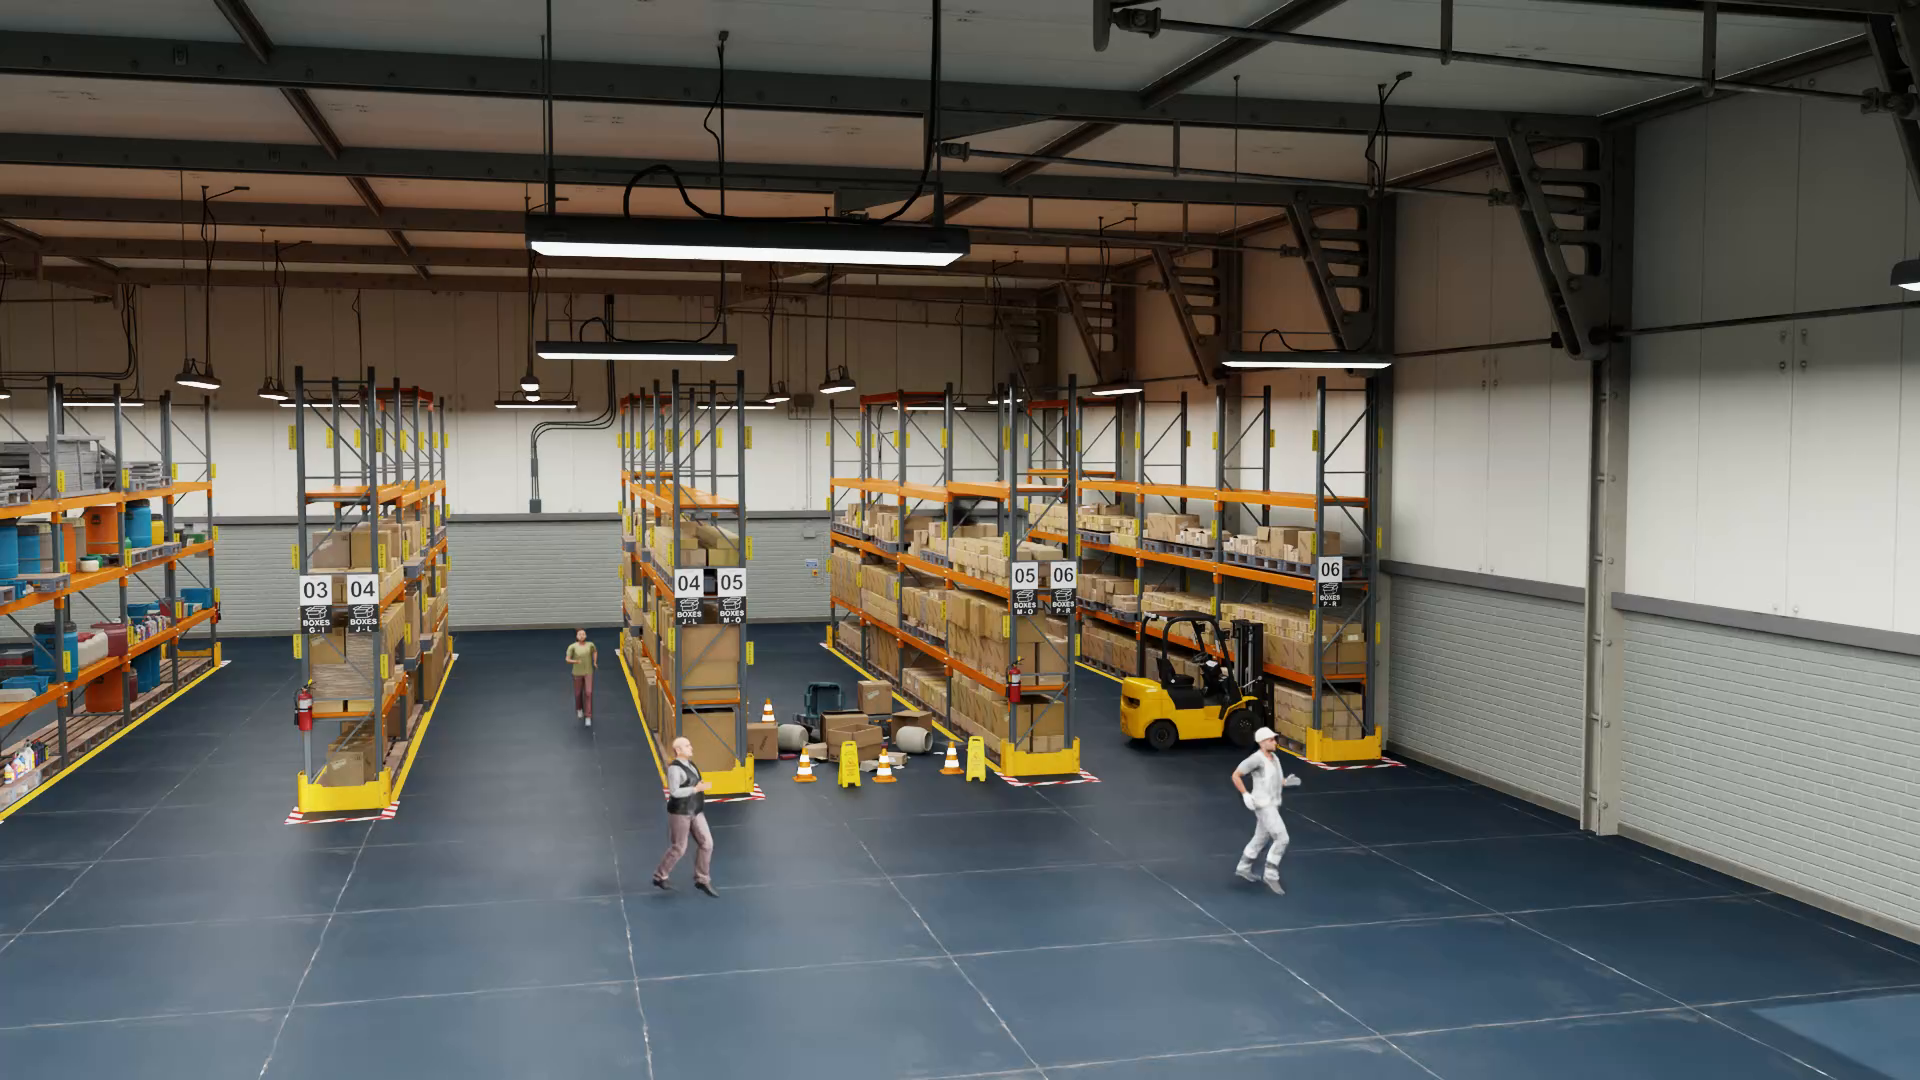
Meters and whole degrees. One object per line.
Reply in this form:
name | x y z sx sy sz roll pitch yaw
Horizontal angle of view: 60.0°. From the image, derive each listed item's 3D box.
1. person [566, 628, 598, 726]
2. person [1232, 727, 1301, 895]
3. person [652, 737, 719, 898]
person | -6.677 2.386 29.393 0.568 1.674 0.963 -1 4 -17
person | 3.413 3.003 18.510 0.763 1.838 0.641 2 4 31
person | -3.023 3.046 18.248 0.742 1.775 0.643 1 4 19
